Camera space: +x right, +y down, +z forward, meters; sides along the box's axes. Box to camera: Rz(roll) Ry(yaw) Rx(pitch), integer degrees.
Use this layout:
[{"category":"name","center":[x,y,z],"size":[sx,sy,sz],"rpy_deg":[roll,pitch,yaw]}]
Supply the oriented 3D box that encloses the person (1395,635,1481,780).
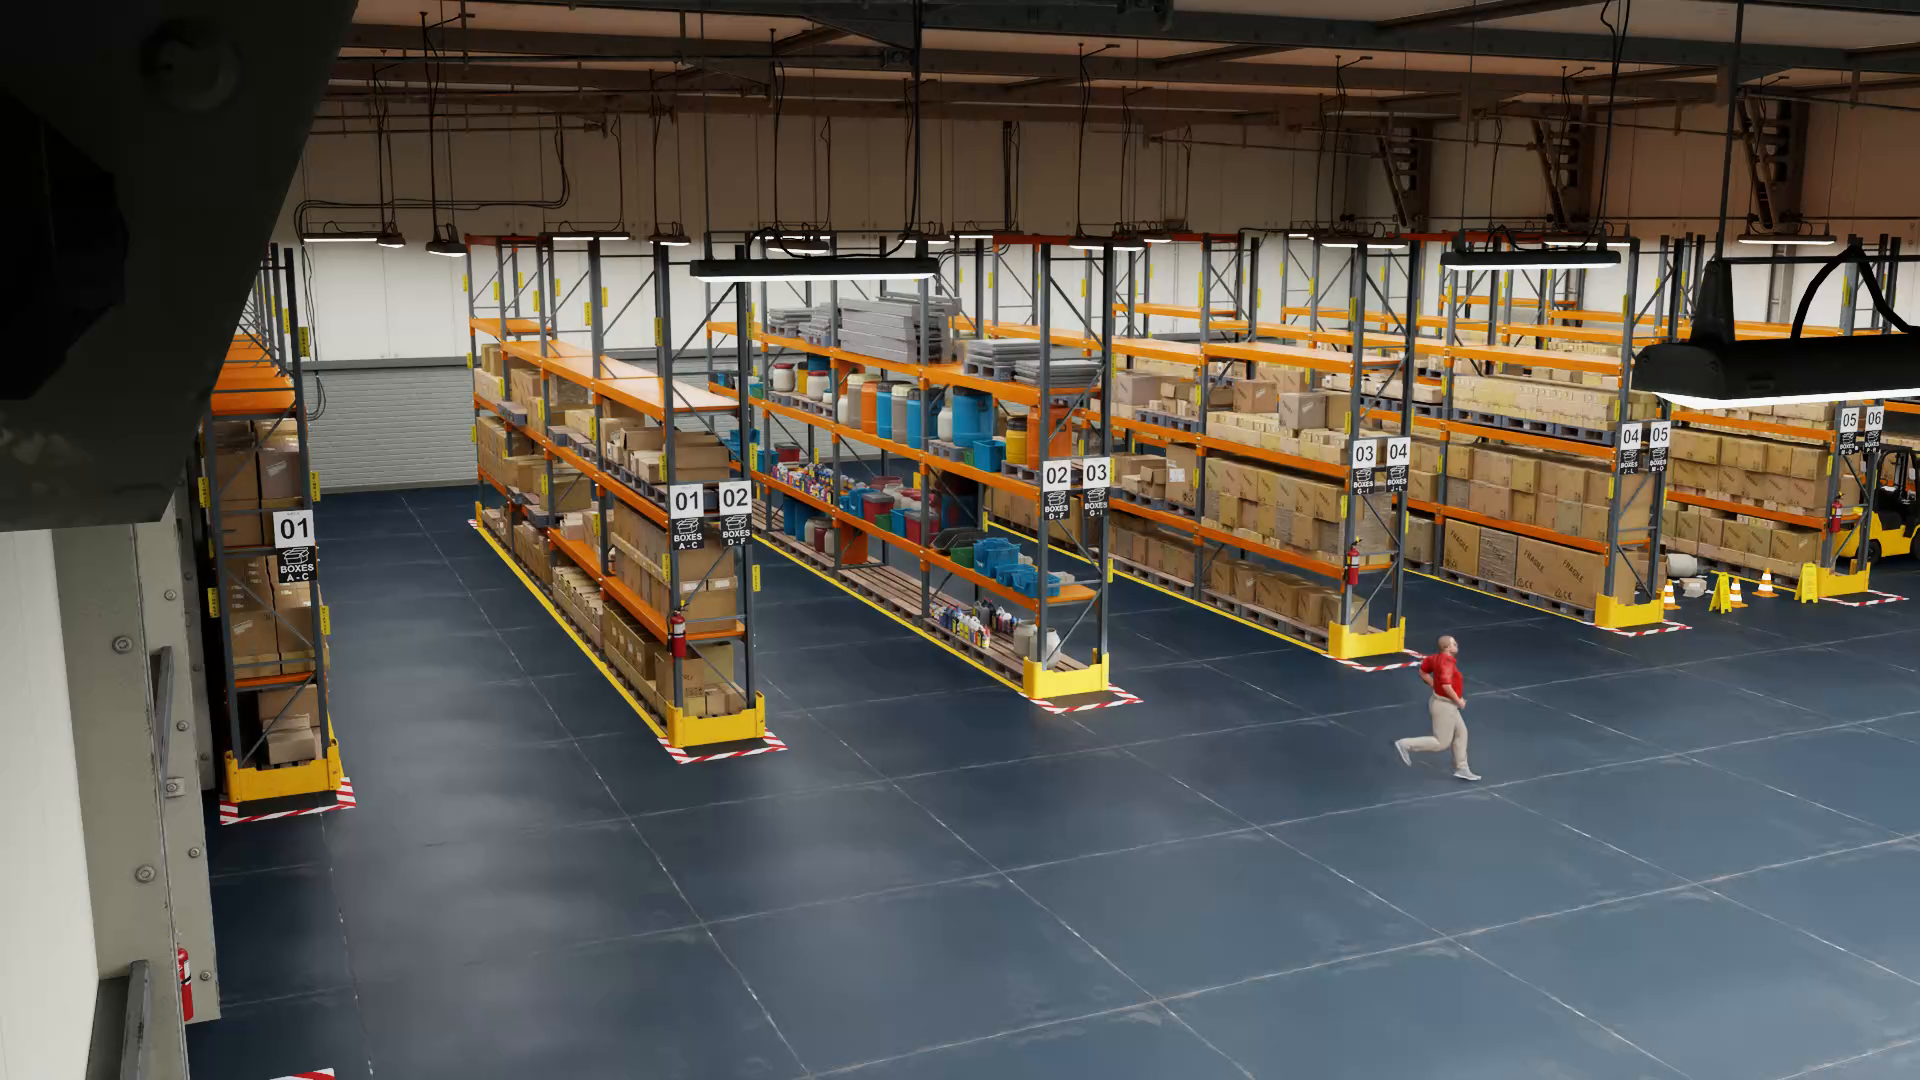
[{"category":"person","center":[5.464,1.925,18.894],"size":[1.024,1.719,0.642],"rpy_deg":[1,11,5]}]

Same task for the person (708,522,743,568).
[{"category":"person","center":[-3.848,-0.088,27.557],"size":[0.770,1.736,0.494],"rpy_deg":[-8,14,-36]}]
